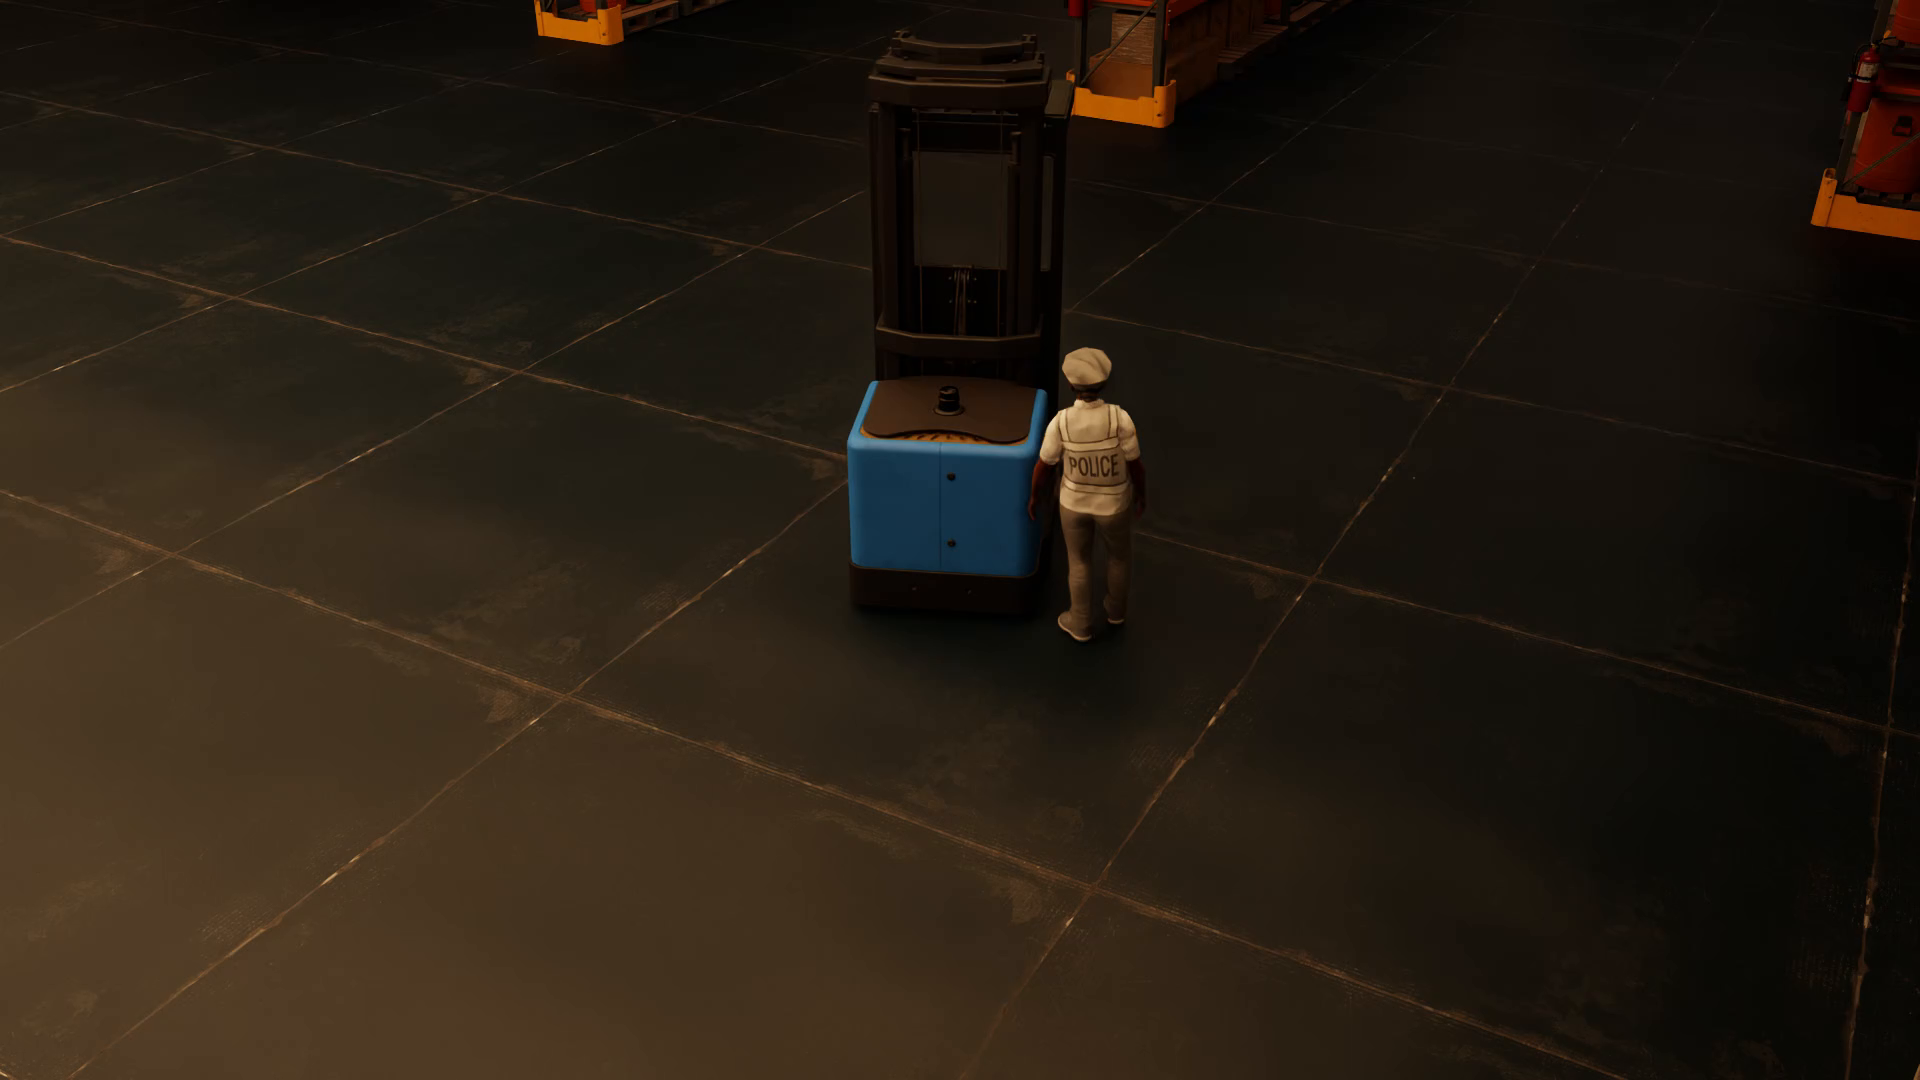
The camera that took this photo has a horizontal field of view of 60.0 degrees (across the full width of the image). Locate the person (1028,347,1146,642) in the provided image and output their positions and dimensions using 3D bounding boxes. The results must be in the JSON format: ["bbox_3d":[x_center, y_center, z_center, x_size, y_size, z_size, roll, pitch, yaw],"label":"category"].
[{"bbox_3d":[0.673,-0.252,8.775,0.616,1.680,0.587,3,30,6],"label":"person"}]

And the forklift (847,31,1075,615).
[{"bbox_3d":[0.072,-1.572,9.794,1.130,2.935,3.031,3,30,6],"label":"forklift"}]
